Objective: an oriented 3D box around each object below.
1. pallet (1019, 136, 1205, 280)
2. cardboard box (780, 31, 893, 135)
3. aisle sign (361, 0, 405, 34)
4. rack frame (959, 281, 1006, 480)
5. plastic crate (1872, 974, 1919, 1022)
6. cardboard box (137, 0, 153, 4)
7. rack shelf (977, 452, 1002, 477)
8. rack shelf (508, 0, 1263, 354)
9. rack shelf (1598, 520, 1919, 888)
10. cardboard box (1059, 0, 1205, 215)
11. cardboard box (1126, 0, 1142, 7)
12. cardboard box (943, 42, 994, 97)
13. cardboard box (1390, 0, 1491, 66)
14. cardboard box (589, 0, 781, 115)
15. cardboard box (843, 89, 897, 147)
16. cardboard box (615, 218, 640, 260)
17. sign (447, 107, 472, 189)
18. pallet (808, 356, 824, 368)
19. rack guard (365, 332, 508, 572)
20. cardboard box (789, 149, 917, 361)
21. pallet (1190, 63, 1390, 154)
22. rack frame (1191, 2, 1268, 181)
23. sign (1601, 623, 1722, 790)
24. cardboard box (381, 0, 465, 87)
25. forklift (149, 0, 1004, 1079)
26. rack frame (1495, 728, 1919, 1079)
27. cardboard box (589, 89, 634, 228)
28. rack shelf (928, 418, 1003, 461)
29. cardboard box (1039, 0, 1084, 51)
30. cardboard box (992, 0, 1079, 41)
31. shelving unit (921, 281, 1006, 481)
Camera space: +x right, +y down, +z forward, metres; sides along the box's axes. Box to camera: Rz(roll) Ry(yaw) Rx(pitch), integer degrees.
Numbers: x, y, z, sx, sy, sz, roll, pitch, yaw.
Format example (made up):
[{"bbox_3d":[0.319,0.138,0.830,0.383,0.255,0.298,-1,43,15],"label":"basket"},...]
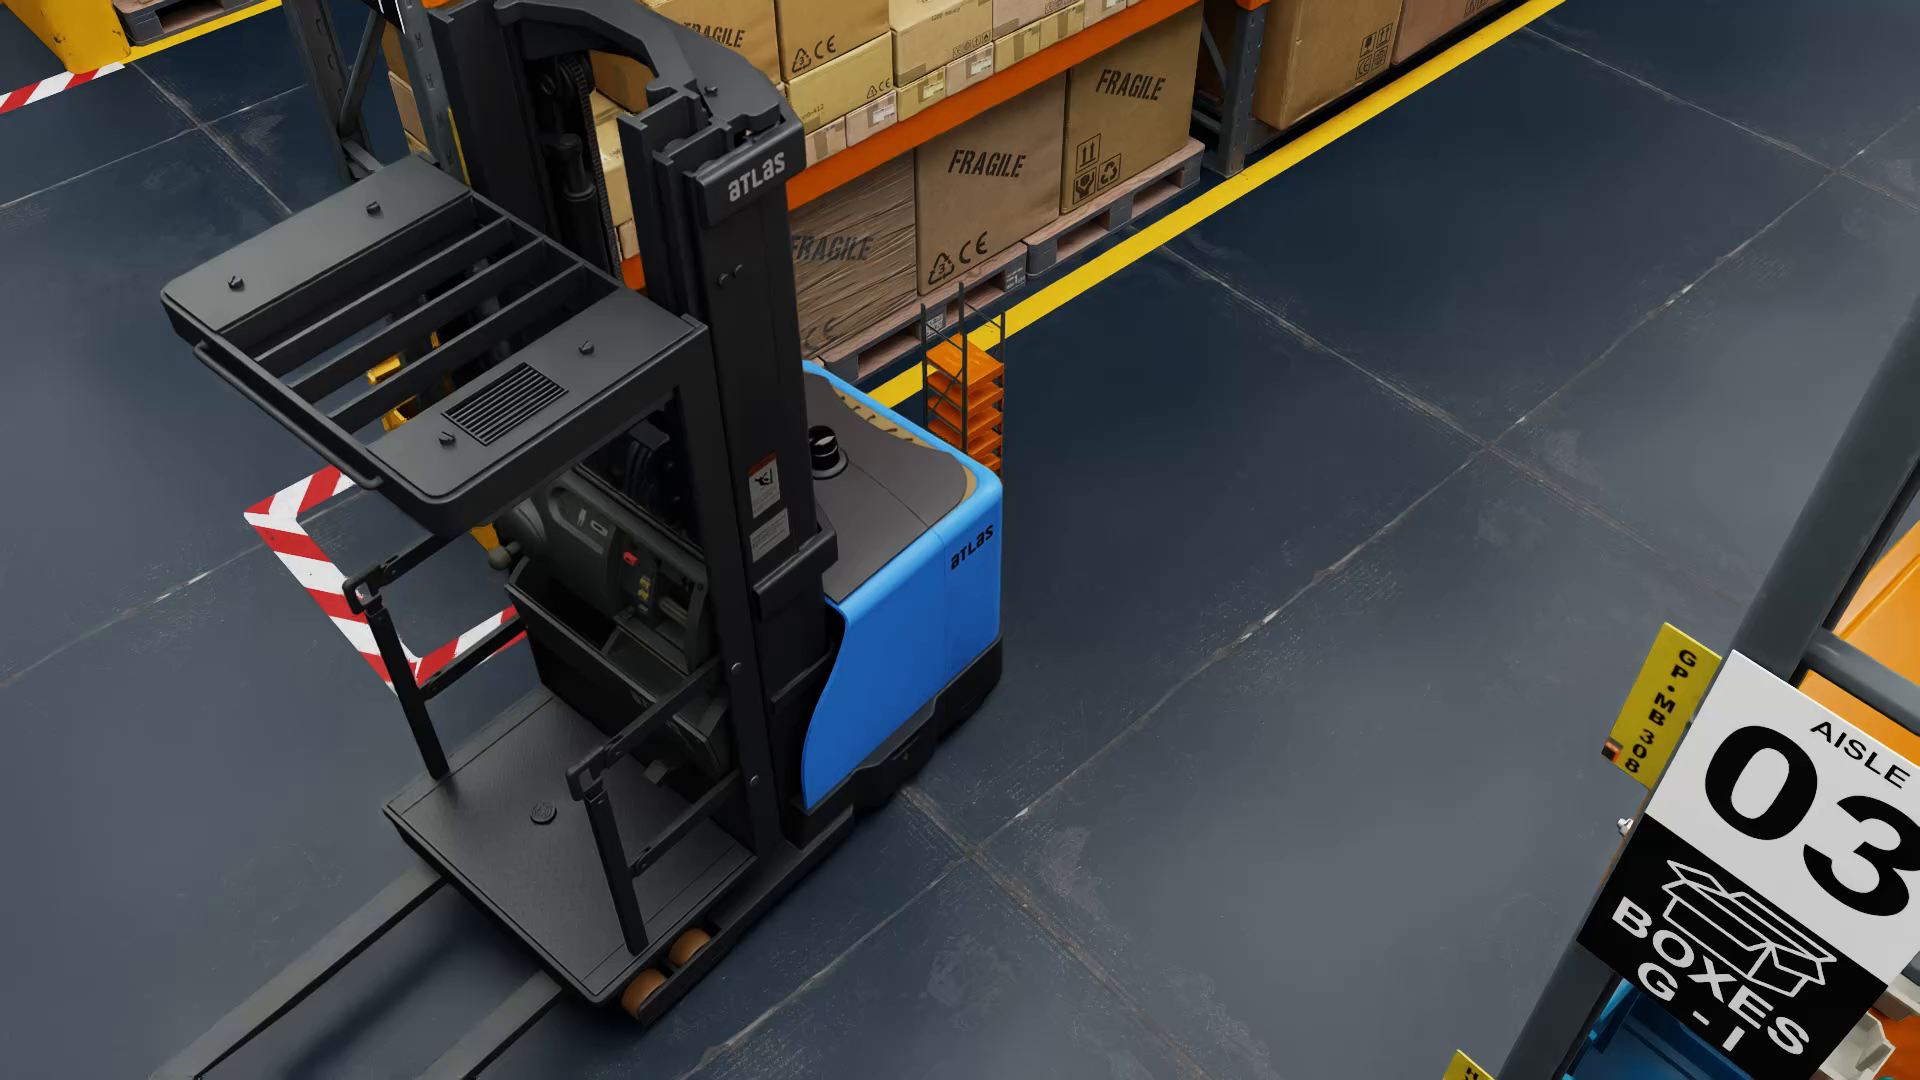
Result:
[{"bbox_3d":[0.449,-1.863,8.325,1.213,0.211,1.003,-34,56,-27],"label":"pallet"},{"bbox_3d":[-0.605,-1.812,6.280,0.500,0.250,0.500,-36,57,-28],"label":"cardboard box"},{"bbox_3d":[-1.747,-1.847,4.644,0.004,0.787,0.394,-34,56,-27],"label":"aisle sign"},{"bbox_3d":[0.078,-0.459,6.357,0.006,1.200,0.240,-34,56,-27],"label":"rack frame"},{"bbox_3d":[2.142,0.961,3.961,0.243,0.136,0.396,-34,56,-27],"label":"plastic crate"},{"bbox_3d":[-4.555,-3.172,9.290,0.250,0.149,0.380,-33,55,-26],"label":"cardboard box"},{"bbox_3d":[0.011,-0.303,6.436,0.180,0.103,0.258,-34,56,-27],"label":"rack shelf"},{"bbox_3d":[-0.416,-1.909,6.960,4.000,0.370,1.077,-34,56,-27],"label":"rack shelf"},{"bbox_3d":[2.916,-0.233,3.372,4.000,0.370,1.077,-34,56,-27],"label":"rack shelf"},{"bbox_3d":[0.522,-2.281,7.973,0.875,0.875,0.875,-34,56,-27],"label":"cardboard box"},{"bbox_3d":[0.678,-2.473,7.162,0.250,0.149,0.380,-35,56,-28],"label":"cardboard box"},{"bbox_3d":[-0.081,-1.967,6.695,0.250,0.149,0.380,-33,55,-27],"label":"cardboard box"},{"bbox_3d":[2.184,-3.333,8.945,0.875,0.875,1.225,-36,57,-28],"label":"cardboard box"},{"bbox_3d":[-0.989,-1.806,5.765,0.500,0.500,0.500,-35,56,-28],"label":"cardboard box"},{"bbox_3d":[-0.461,-1.712,6.460,0.250,0.149,0.380,-34,56,-27],"label":"cardboard box"},{"bbox_3d":[-1.222,-1.203,5.990,0.250,0.149,0.380,-35,56,-28],"label":"cardboard box"},{"bbox_3d":[-1.527,-1.180,5.155,0.005,0.325,0.100,-34,56,-27],"label":"sign"},{"bbox_3d":[-1.357,-0.656,7.212,1.213,0.211,1.003,-34,56,-27],"label":"pallet"},{"bbox_3d":[-1.914,-0.305,6.691,0.348,0.500,1.175,-34,56,-27],"label":"rack guard"},{"bbox_3d":[-0.803,-1.396,7.157,0.875,0.875,0.875,-34,56,-27],"label":"cardboard box"},{"bbox_3d":[1.584,-2.619,9.023,1.213,0.211,1.003,-34,56,-27],"label":"pallet"},{"bbox_3d":[1.064,-3.142,7.608,0.127,3.000,1.000,-34,56,-27],"label":"rack frame"},{"bbox_3d":[1.054,0.256,2.503,0.005,0.325,0.100,-34,56,-27],"label":"sign"},{"bbox_3d":[-1.712,-1.852,5.807,0.500,0.500,0.500,-33,55,-27],"label":"cardboard box"},{"bbox_3d":[-1.187,0.117,4.648,1.130,2.935,3.031,33,55,26],"label":"forklift"},{"bbox_3d":[1.436,1.529,3.298,0.127,3.000,1.000,-34,56,-27],"label":"rack frame"},{"bbox_3d":[-1.359,-1.305,5.812,0.500,0.250,0.500,-35,56,-28],"label":"cardboard box"},{"bbox_3d":[0.011,-0.384,6.348,0.180,0.103,0.258,-34,56,-27],"label":"rack shelf"},{"bbox_3d":[0.297,-2.219,6.927,0.250,0.149,0.380,-33,55,-27],"label":"cardboard box"},{"bbox_3d":[0.155,-2.321,6.750,0.500,0.250,0.500,-33,55,-26],"label":"cardboard box"},{"bbox_3d":[0.011,-0.414,6.316,0.189,1.200,0.258,-34,56,-27],"label":"shelving unit"}]
